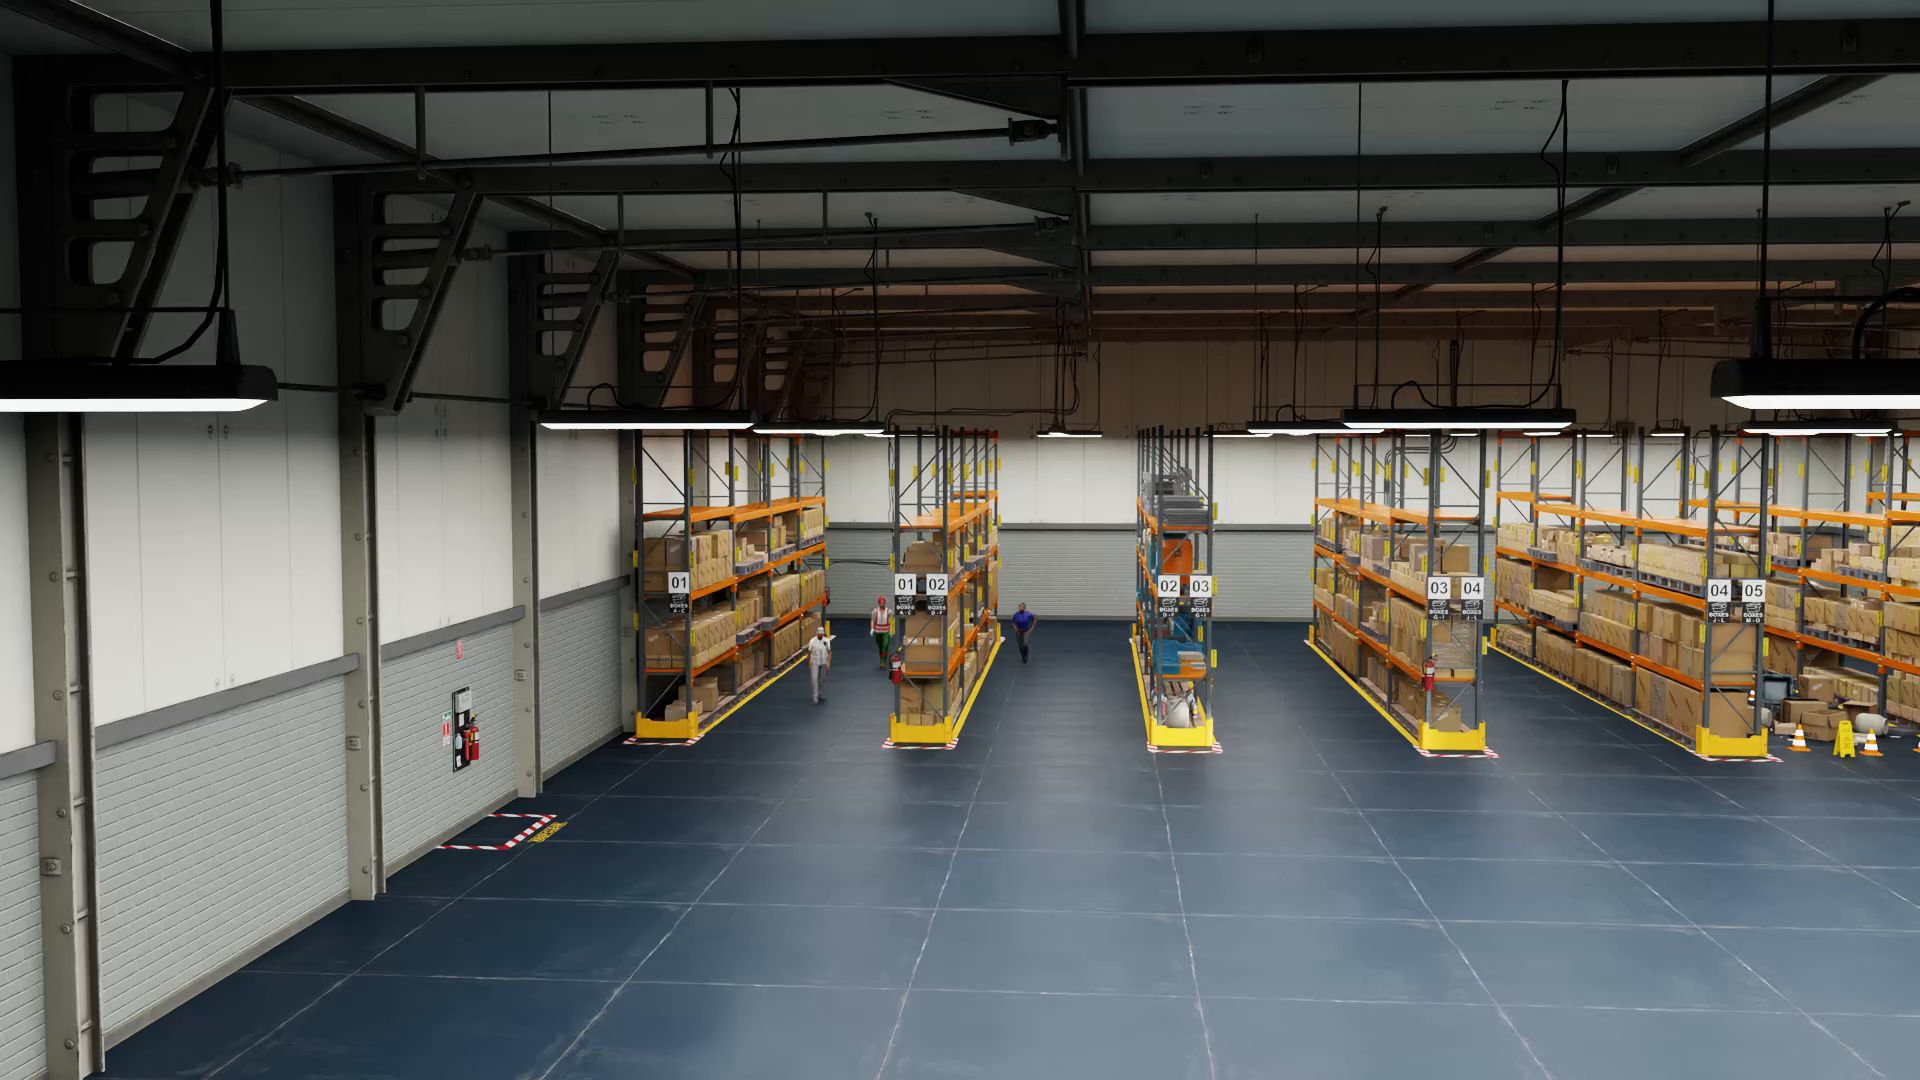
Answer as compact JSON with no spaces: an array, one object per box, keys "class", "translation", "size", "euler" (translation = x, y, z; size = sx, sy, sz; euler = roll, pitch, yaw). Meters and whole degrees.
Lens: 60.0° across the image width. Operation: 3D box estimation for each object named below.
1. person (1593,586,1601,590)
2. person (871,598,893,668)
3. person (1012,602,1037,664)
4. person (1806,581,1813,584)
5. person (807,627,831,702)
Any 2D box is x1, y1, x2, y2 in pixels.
[{"class":"person","translation":[17.772,2.096,46.339],"size":[1.055,1.664,0.512],"euler":[2,4,27]},{"class":"person","translation":[-1.984,2.326,41.952],"size":[0.527,1.729,1.088],"euler":[0,3,7]},{"class":"person","translation":[1.639,2.369,42.496],"size":[0.618,1.573,0.833],"euler":[1,4,12]},{"class":"person","translation":[23.829,2.018,46.675],"size":[0.531,1.766,0.559],"euler":[0,3,3]},{"class":"person","translation":[-3.088,2.708,36.428],"size":[0.540,1.604,0.960],"euler":[-2,4,-25]}]
